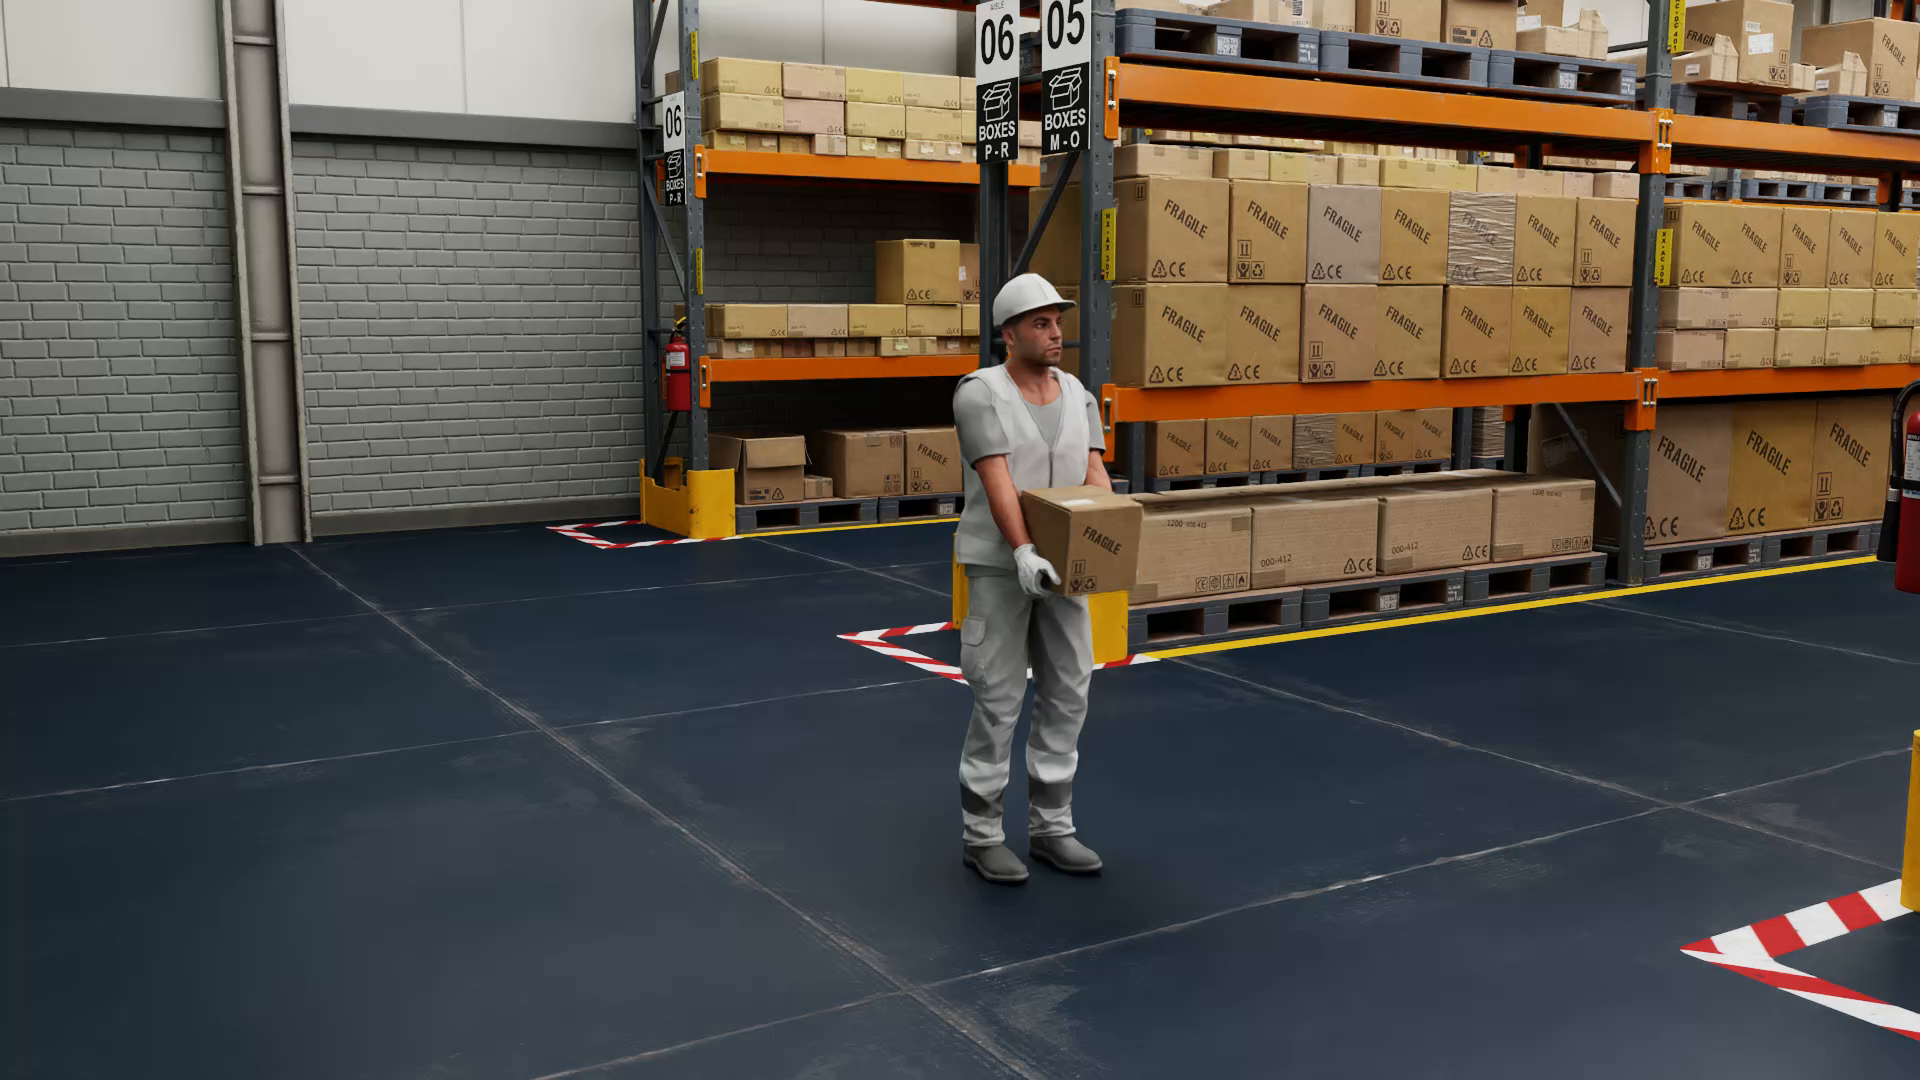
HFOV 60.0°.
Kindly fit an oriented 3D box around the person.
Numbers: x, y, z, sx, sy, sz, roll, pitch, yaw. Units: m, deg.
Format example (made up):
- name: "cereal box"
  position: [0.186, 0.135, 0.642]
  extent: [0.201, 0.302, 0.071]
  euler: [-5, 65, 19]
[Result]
- name: "person"
  position: [0.256, 0.115, 4.919]
  extent: [0.495, 1.787, 0.553]
  euler: [-5, 9, -31]
